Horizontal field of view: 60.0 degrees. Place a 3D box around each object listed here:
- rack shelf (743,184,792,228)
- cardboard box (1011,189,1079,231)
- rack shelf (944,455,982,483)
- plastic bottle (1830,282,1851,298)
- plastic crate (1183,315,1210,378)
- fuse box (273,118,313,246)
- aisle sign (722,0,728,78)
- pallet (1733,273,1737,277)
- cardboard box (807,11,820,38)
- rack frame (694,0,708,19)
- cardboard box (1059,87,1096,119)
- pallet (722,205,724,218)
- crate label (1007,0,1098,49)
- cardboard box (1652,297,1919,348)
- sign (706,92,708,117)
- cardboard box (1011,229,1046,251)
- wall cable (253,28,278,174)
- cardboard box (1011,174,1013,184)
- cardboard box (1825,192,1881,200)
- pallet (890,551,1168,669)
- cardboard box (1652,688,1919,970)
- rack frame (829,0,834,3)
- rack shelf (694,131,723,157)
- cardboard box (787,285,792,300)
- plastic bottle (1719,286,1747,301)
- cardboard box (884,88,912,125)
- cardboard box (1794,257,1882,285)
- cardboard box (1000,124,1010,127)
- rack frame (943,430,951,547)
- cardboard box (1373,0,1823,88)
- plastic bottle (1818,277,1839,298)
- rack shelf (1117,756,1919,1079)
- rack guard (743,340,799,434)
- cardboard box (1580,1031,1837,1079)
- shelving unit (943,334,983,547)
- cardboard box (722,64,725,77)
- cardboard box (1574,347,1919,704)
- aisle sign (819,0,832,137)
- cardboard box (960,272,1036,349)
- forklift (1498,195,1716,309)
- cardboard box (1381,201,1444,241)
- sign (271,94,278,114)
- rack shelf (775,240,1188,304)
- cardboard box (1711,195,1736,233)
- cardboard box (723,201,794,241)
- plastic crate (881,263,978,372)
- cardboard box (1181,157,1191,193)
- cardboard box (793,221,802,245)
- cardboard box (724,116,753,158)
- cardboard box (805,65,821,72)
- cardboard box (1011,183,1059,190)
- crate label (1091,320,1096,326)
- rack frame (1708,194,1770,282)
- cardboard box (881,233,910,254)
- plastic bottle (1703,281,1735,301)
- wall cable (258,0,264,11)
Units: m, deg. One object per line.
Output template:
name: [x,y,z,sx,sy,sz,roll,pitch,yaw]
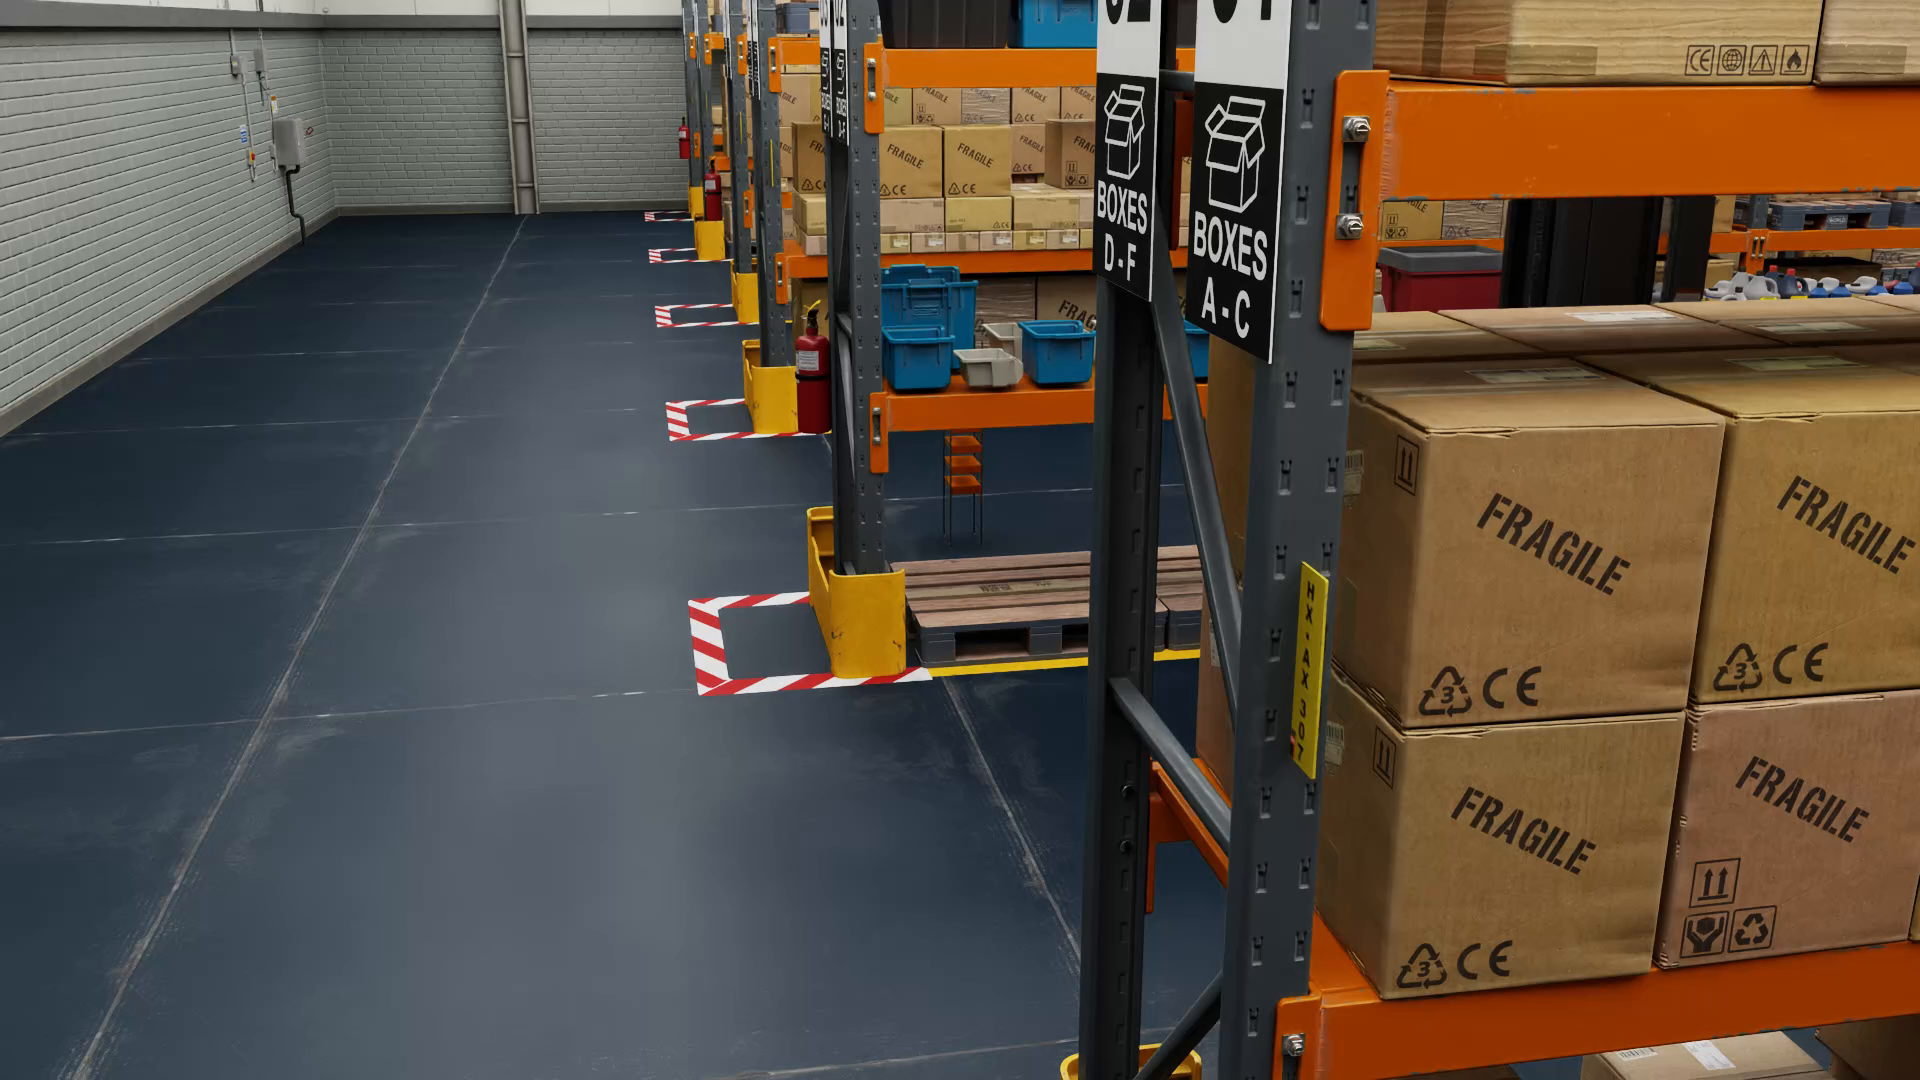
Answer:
rack shelf: [-0.319,-3.600,17.648,4.000,0.370,1.077,-3,17,-10]
cardboard box: [0.596,-2.505,12.606,0.500,0.250,0.500,-4,17,-12]
rack shelf: [0.014,-0.417,9.687,0.180,0.103,0.258,-3,17,-10]
plastic bottle: [4.779,-1.266,9.045,0.097,0.271,0.097,0,17,0]
plastic crate: [1.096,-0.910,7.848,0.300,0.233,0.416,-3,17,-10]
fuse box: [-9.108,-4.931,22.950,0.414,1.711,0.539,-3,17,-10]
aisle sign: [-2.412,-5.157,17.066,0.004,0.787,0.394,-3,17,-10]
pallet: [8.756,-3.103,19.555,1.213,0.211,1.003,-3,17,-10]
cardboard box: [-1.276,-5.174,16.694,0.500,0.250,0.500,-3,17,-9]
rack frame: [-3.321,-8.121,20.927,0.127,3.000,1.000,-3,17,-10]
cardboard box: [1.234,-4.619,17.361,0.500,0.500,0.500,-4,17,-12]
pallet: [-3.409,-5.400,27.034,1.213,0.211,1.003,-3,17,-10]
crate label: [0.466,-2.290,7.303,0.502,0.251,0.408,-3,17,-10]
cardboard box: [1.823,-0.229,3.576,0.500,0.500,0.500,-3,17,-9]
sign: [-3.222,-5.545,21.147,0.005,0.325,0.100,-3,17,-10]
cardboard box: [0.480,-2.287,12.578,0.250,0.149,0.380,-4,17,-12]
wall cable: [-9.134,-5.827,21.943,0.122,1.984,0.588,-3,17,-10]
cardboard box: [0.384,-3.777,17.428,0.250,0.149,0.380,-4,18,-13]
cardboard box: [7.465,-3.192,14.211,0.500,0.500,0.700,-1,17,-2]
pallet: [0.315,0.329,8.380,1.213,0.211,1.003,-3,17,-10]
cardboard box: [1.426,0.432,3.125,0.500,0.500,0.500,-3,17,-11]
rack frame: [-0.502,-3.837,6.977,0.127,3.000,1.000,-3,17,-10]
rack shelf: [-2.303,-6.452,26.934,4.000,0.370,1.077,-3,17,-10]
cardboard box: [-1.708,-2.607,17.331,0.250,0.149,0.380,-3,17,-9]
plastic bottle: [3.872,-1.097,8.357,0.185,0.351,0.144,-3,17,-10]
cardboard box: [-0.783,-4.501,16.978,0.500,0.500,0.500,-4,17,-12]
cardboard box: [7.584,-2.295,14.405,0.500,0.250,0.500,-1,17,-4]
cardboard box: [0.224,-4.081,17.312,0.500,0.500,0.500,-3,17,-11]
rack frame: [-0.076,-0.569,9.622,0.006,1.200,0.240,-3,17,-10]
cardboard box: [0.987,-0.858,2.644,0.500,0.250,0.500,-3,17,-10]
plastic bottle: [4.737,-1.303,9.158,0.135,0.276,0.152,-3,17,-10]
rack shelf: [2.398,0.692,3.676,4.000,0.370,1.077,-3,17,-10]
rack guard: [-1.465,-1.200,12.869,0.348,0.500,1.175,-3,17,-10]
cardboard box: [1.860,1.418,4.021,0.500,0.250,0.500,-3,17,-10]
shelving unit: [0.014,-0.574,9.638,0.189,1.200,0.258,-3,17,-10]
cardboard box: [-2.920,-6.029,21.355,0.250,0.149,0.380,-3,17,-9]
cardboard box: [1.432,-0.047,2.981,0.500,0.500,0.500,-3,17,-10]
aisle sign: [-0.628,-2.292,7.738,0.004,0.787,0.394,-3,17,-10]
cardboard box: [0.065,-1.691,13.113,0.875,0.875,0.875,-3,17,-10]
forklift: [2.986,-0.604,6.786,3.031,2.935,1.130,1,17,4]
cardboard box: [3.479,-2.649,13.158,0.500,0.500,0.500,-3,17,-10]
sign: [-9.301,-5.914,22.550,0.001,0.242,0.339,-3,17,-10]
rack shelf: [0.522,-2.164,12.974,4.000,0.370,1.077,-3,17,-10]
cardboard box: [5.976,-2.791,13.620,0.500,0.500,0.500,-3,17,-9]
cardboard box: [-2.692,-4.295,22.335,0.875,0.438,0.875,-4,17,-12]
plastic crate: [-0.208,-1.087,8.080,0.499,0.435,0.616,-3,17,-10]
cardboard box: [1.593,-2.919,12.678,0.500,0.500,0.500,-3,17,-10]
cardboard box: [-1.154,-2.391,12.917,0.250,0.149,0.380,-3,17,-9]
cardboard box: [-2.795,-5.245,21.610,0.500,0.500,0.500,-3,17,-11]
cardboard box: [-1.897,-6.096,21.571,0.250,0.149,0.380,-3,17,-10]
cardboard box: [0.493,-2.657,13.104,0.500,0.250,0.500,-3,17,-10]
crate label: [0.821,-1.004,8.318,0.243,0.136,0.396,-3,17,-10]
rack frame: [6.413,-2.842,13.957,0.127,3.000,1.000,-3,17,-10]
cardboard box: [-0.527,-2.230,12.392,0.250,0.149,0.380,-4,17,-12]
plastic bottle: [4.110,-1.268,9.042,0.135,0.276,0.152,-3,17,-10]
wall cable: [-9.484,-8.763,22.953,0.133,3.039,2.988,-3,17,-10]
